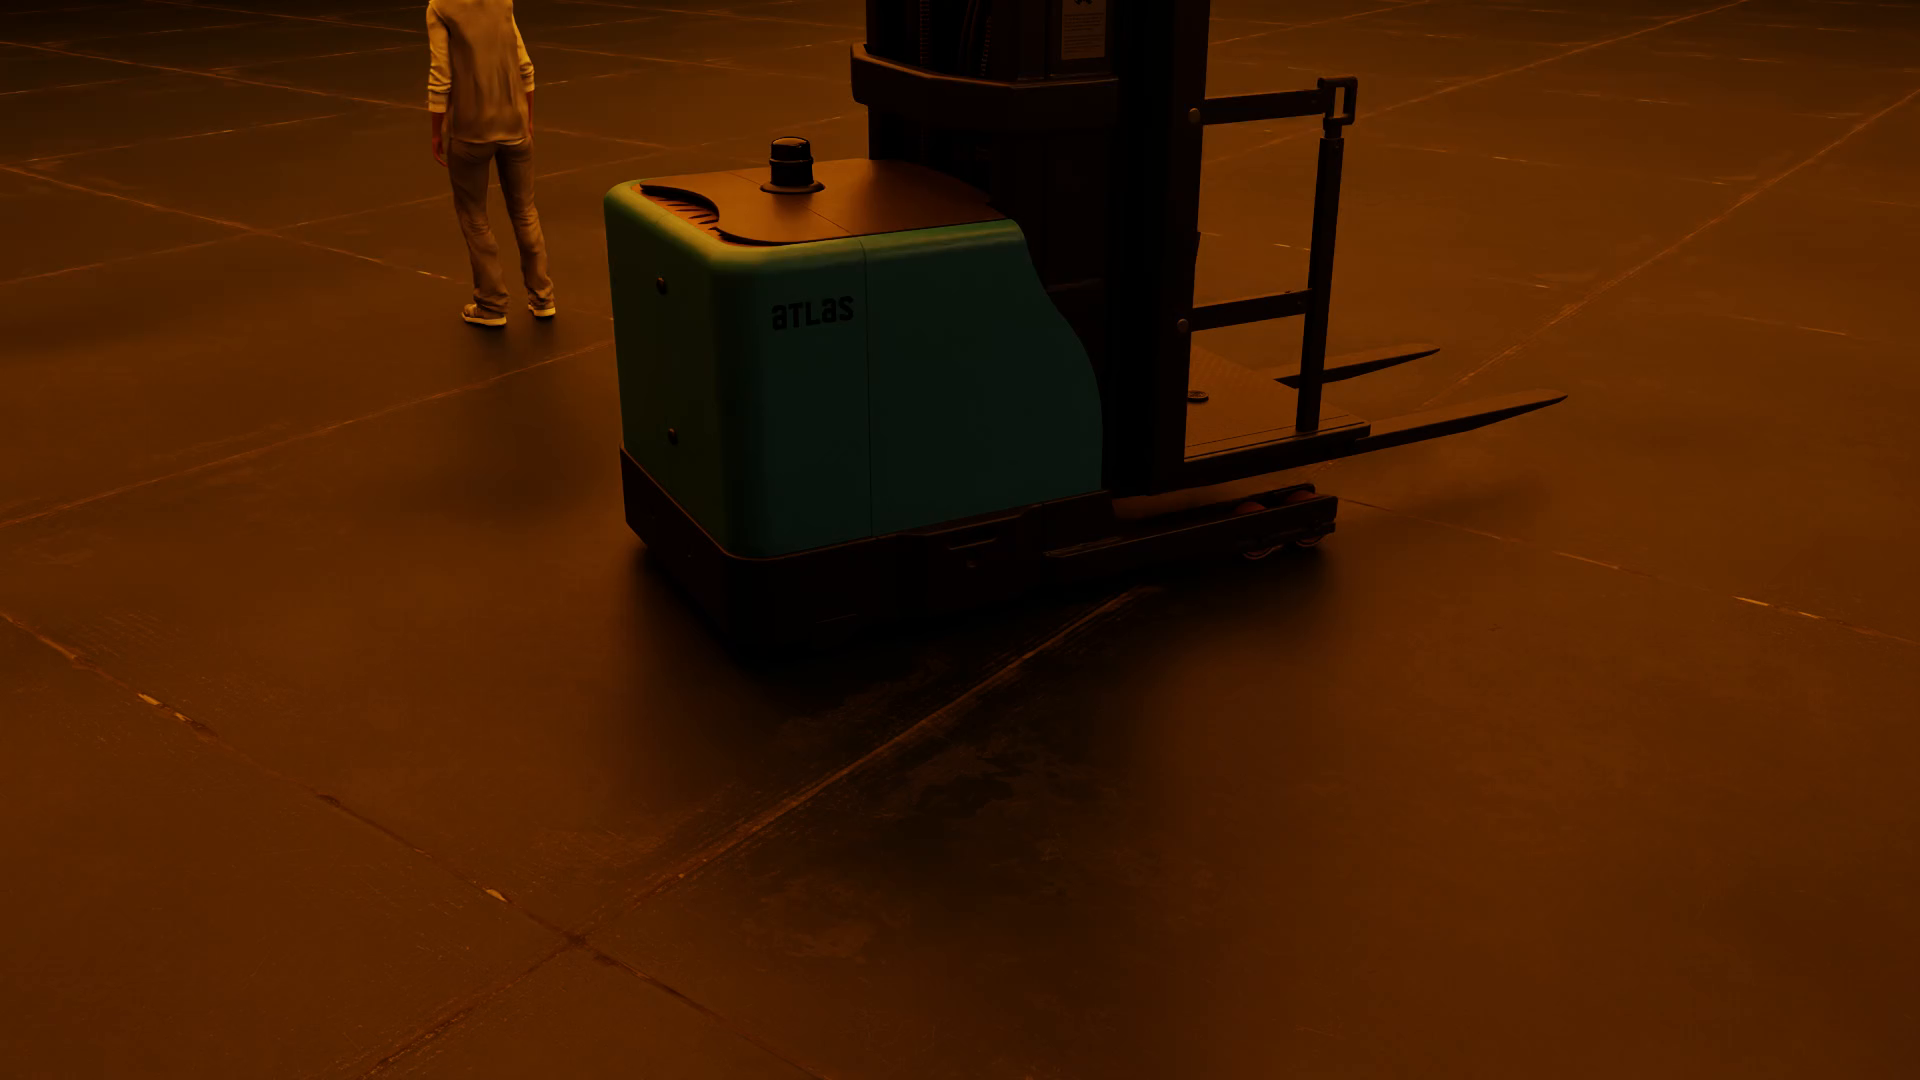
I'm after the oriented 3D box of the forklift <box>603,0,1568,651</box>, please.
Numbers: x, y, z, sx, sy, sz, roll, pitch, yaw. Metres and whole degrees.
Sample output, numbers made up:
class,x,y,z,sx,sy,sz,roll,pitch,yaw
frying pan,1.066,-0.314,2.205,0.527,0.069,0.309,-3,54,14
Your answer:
class,x,y,z,sx,sy,sz,roll,pitch,yaw
forklift,0.546,-1.460,4.697,3.031,2.935,1.130,-12,26,-25

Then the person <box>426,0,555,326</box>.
class,x,y,z,sx,sy,sz,roll,pitch,yaw
person,-1.959,-1.682,6.891,0.485,1.593,0.342,-19,30,-37
